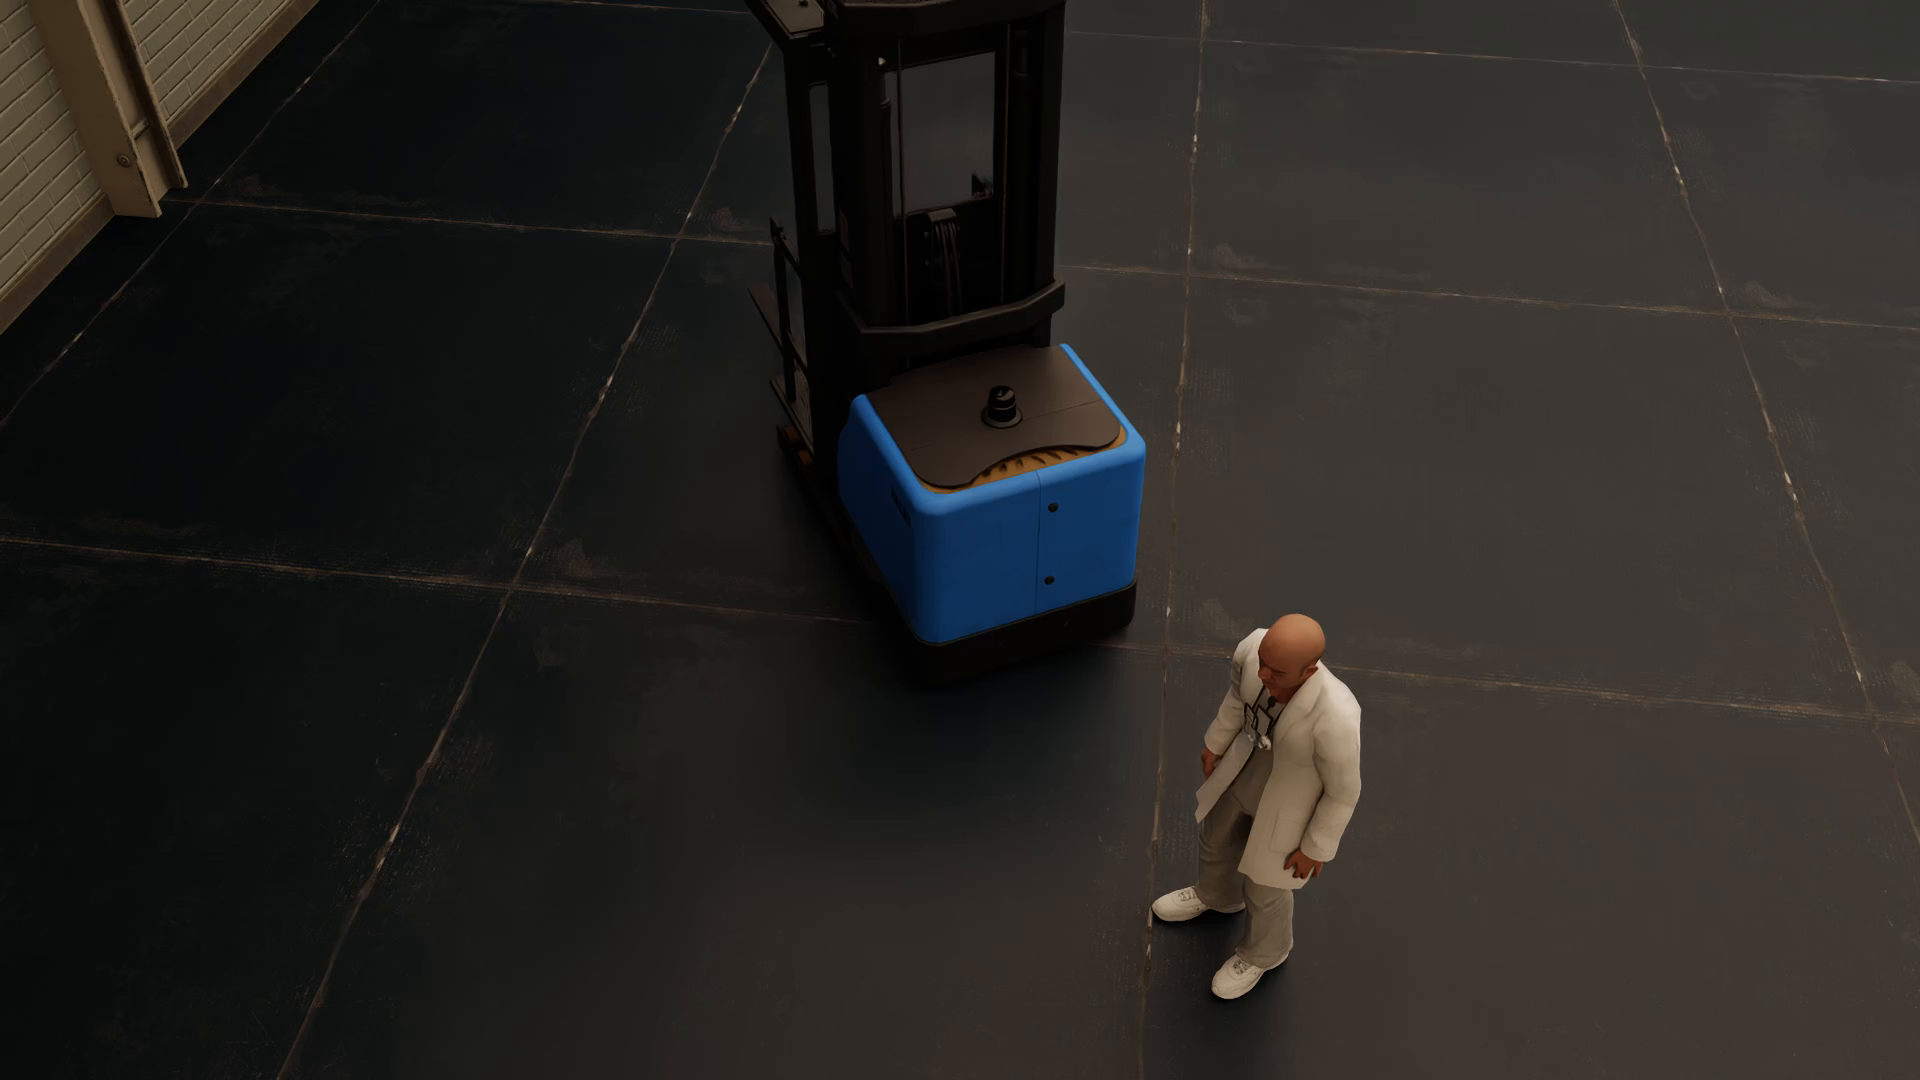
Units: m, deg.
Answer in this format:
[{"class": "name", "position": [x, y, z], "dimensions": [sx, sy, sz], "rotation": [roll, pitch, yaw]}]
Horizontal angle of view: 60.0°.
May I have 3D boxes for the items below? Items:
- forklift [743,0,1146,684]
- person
[{"class": "forklift", "position": [-0.263, -1.468, 7.322], "dimensions": [1.130, 2.935, 3.031], "rotation": [-16, 45, -17]}, {"class": "person", "position": [1.042, 0.870, 5.633], "dimensions": [0.430, 1.772, 0.646], "rotation": [-21, 46, -21]}]
